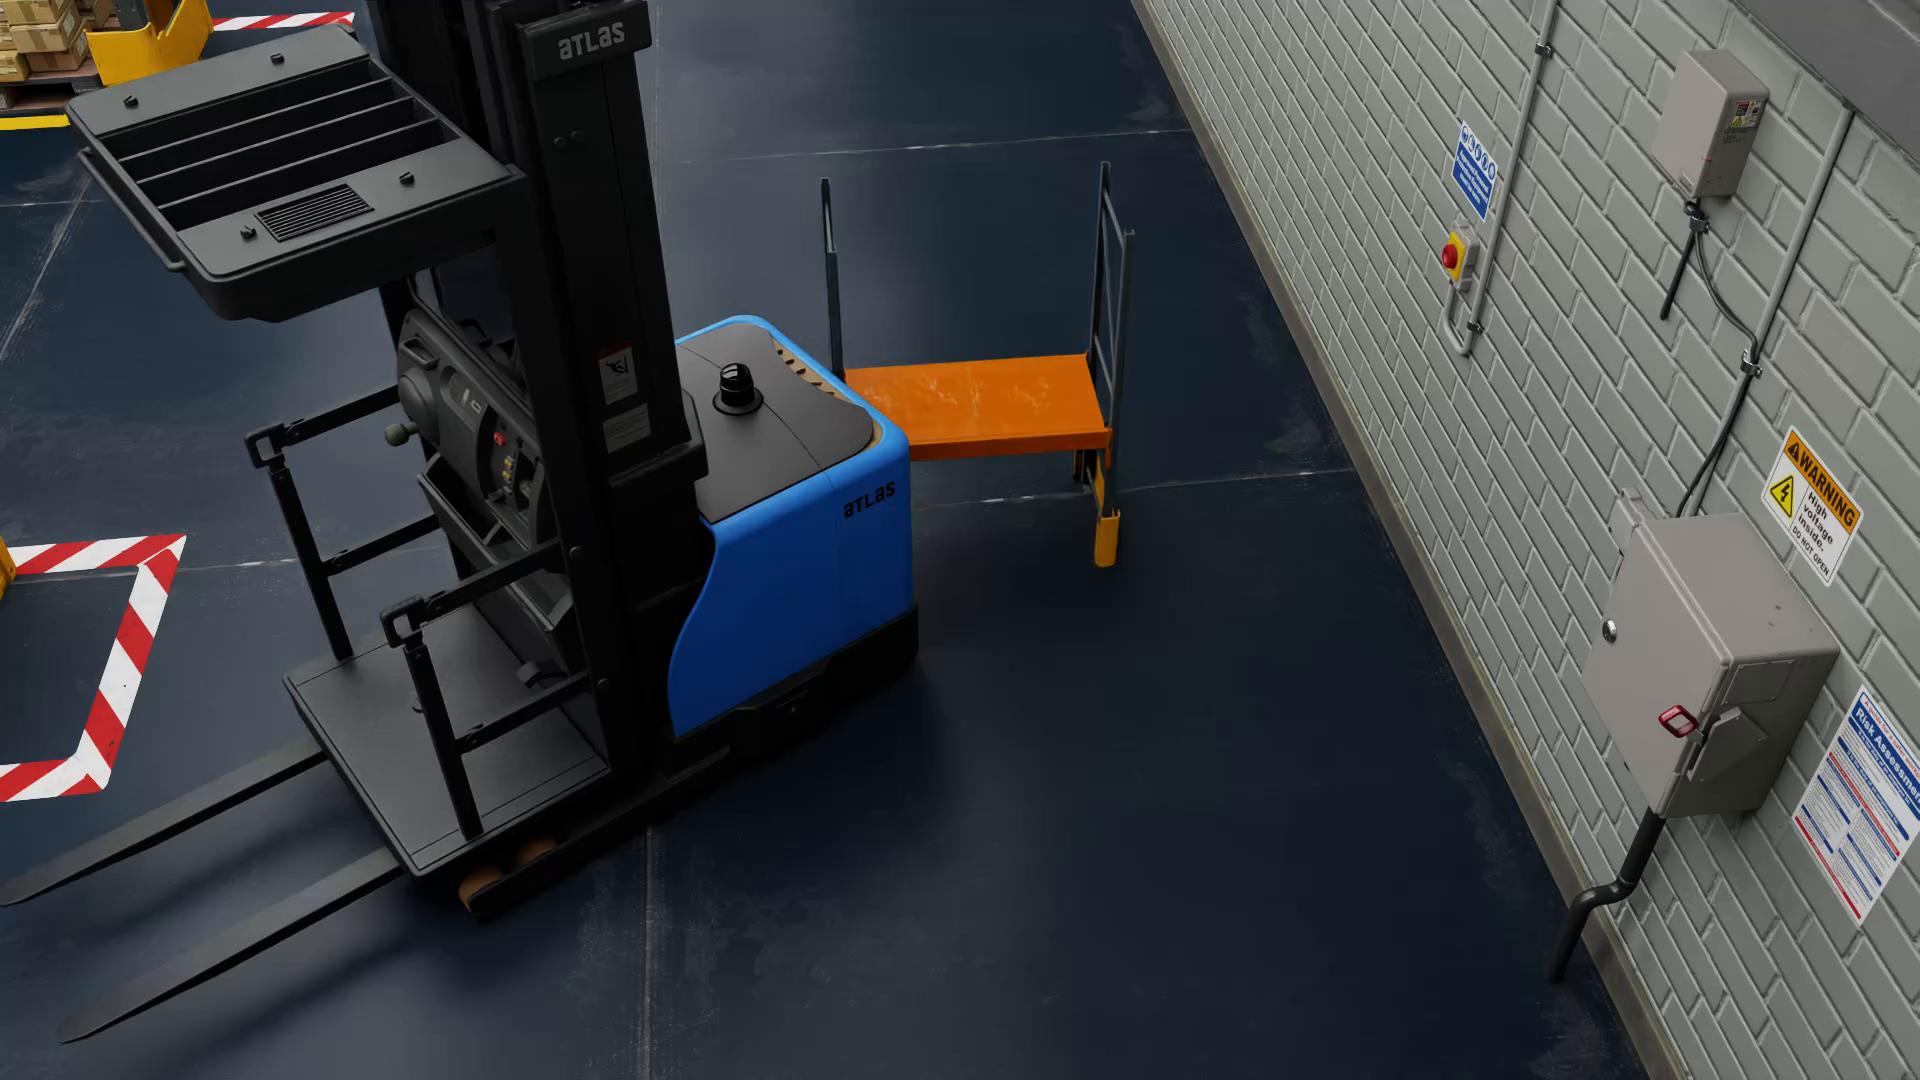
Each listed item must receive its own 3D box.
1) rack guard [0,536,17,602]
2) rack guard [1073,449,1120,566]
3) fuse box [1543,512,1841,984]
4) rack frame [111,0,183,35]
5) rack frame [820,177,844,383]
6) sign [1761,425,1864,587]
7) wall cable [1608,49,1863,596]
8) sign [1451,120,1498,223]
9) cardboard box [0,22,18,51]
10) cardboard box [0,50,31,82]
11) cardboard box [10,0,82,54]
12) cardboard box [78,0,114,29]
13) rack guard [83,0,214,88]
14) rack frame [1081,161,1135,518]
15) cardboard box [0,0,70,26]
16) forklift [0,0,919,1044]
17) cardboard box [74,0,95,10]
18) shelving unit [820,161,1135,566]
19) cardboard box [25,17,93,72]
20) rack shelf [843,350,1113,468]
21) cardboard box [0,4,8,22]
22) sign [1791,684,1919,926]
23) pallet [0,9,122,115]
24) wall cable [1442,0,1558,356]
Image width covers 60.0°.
[{"bbox_3d":[-3.853,0.301,6.043,0.348,0.500,1.175,-5,42,-6],"label":"rack guard"},{"bbox_3d":[0.552,-0.185,6.769,0.087,0.250,0.587,-4,42,-5],"label":"rack guard"},{"bbox_3d":[1.839,0.756,4.634,0.414,1.711,0.539,-5,42,-6],"label":"fuse box"},{"bbox_3d":[-4.619,-3.903,8.838,0.127,3.000,1.000,-5,42,-6],"label":"rack frame"},{"bbox_3d":[-0.457,-0.574,6.267,0.032,1.500,0.500,-4,42,-5],"label":"rack frame"},{"bbox_3d":[2.037,-0.084,3.986,0.001,0.242,0.339,-5,42,-6],"label":"sign"},{"bbox_3d":[1.907,-0.566,4.380,0.122,1.984,0.588,-5,42,-6],"label":"wall cable"},{"bbox_3d":[1.766,-1.268,5.714,0.001,0.218,0.327,-5,42,-6],"label":"sign"},{"bbox_3d":[-5.371,-2.889,9.306,0.250,0.149,0.380,-6,42,-7],"label":"cardboard box"},{"bbox_3d":[-5.356,-2.727,9.349,0.250,0.149,0.380,-4,42,-4],"label":"cardboard box"},{"bbox_3d":[-5.105,-2.876,9.292,0.250,0.149,0.380,-6,42,-7],"label":"cardboard box"},{"bbox_3d":[-5.180,-3.168,9.837,0.250,0.149,0.380,-4,42,-5],"label":"cardboard box"},{"bbox_3d":[-4.694,-2.969,9.668,0.348,0.500,1.175,-5,42,-6],"label":"rack guard"},{"bbox_3d":[0.554,-0.649,6.350,0.032,1.500,0.500,-4,42,-5],"label":"rack frame"},{"bbox_3d":[-5.111,-3.007,9.215,0.250,0.149,0.380,-5,42,-5],"label":"cardboard box"},{"bbox_3d":[-1.622,-0.273,4.864,3.031,2.935,1.130,-28,49,-28],"label":"forklift"},{"bbox_3d":[-5.172,-3.236,9.691,0.250,0.149,0.380,-3,42,-4],"label":"cardboard box"},{"bbox_3d":[0.058,-0.612,6.309,1.083,1.500,0.587,-4,42,-5],"label":"shelving unit"},{"bbox_3d":[-5.114,-2.817,9.448,0.250,0.149,0.380,-4,42,-5],"label":"cardboard box"},{"bbox_3d":[0.049,-0.478,6.429,1.000,0.185,0.538,-4,42,-5],"label":"rack shelf"},{"bbox_3d":[-5.368,-3.024,9.233,0.250,0.149,0.380,-4,42,-5],"label":"cardboard box"},{"bbox_3d":[2.108,0.623,3.890,0.001,0.494,0.329,-5,42,-6],"label":"sign"},{"bbox_3d":[-5.504,-2.814,9.712,1.213,0.211,1.003,-5,42,-6],"label":"pallet"},{"bbox_3d":[1.711,-1.519,5.412,0.123,1.953,0.585,-5,42,-6],"label":"wall cable"}]
